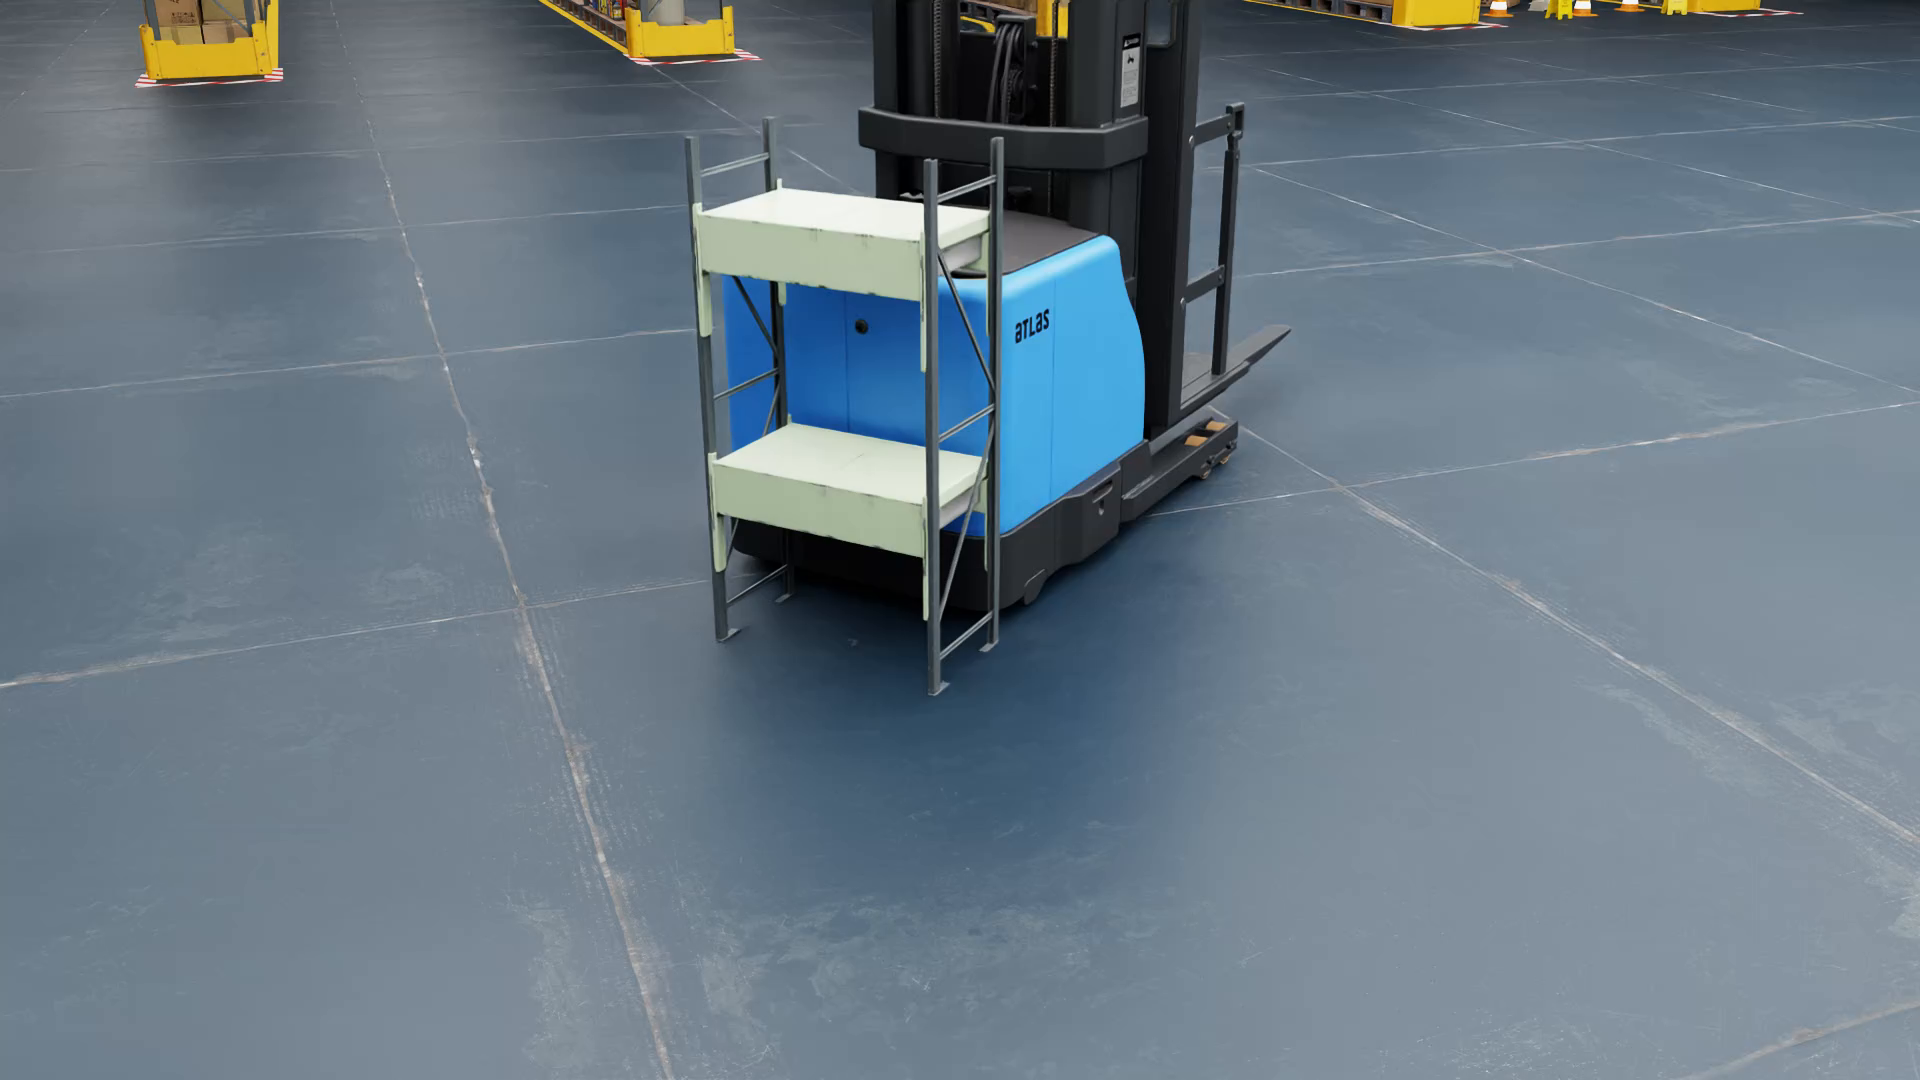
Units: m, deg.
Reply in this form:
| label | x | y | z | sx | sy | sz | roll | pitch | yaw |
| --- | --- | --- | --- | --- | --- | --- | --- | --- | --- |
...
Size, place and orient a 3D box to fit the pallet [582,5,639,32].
| label | x | y | z | sx | sy | sz | roll | pitch | yaw |
| --- | --- | --- | --- | --- | --- | --- | --- | --- | --- |
| pallet | -4.290 | -6.775 | 21.551 | 1.003 | 0.211 | 1.213 | -8 | 24 | -19 |

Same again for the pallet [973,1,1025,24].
| label | x | y | z | sx | sy | sz | roll | pitch | yaw |
| --- | --- | --- | --- | --- | --- | --- | --- | --- | --- |
| pallet | 0.851 | -7.021 | 22.135 | 1.003 | 0.211 | 1.213 | -8 | 24 | -19 |

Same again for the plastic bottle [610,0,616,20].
| label | x | y | z | sx | sy | sz | roll | pitch | yaw |
| --- | --- | --- | --- | --- | --- | --- | --- | --- | --- |
| plastic bottle | -4.192 | -6.454 | 20.132 | 0.061 | 0.283 | 0.133 | -8 | 24 | -18 |

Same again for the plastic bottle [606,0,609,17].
| label | x | y | z | sx | sy | sz | roll | pitch | yaw |
| --- | --- | --- | --- | --- | --- | --- | --- | --- | --- |
| plastic bottle | -4.246 | -6.556 | 20.384 | 0.152 | 0.276 | 0.135 | -9 | 24 | -20 |

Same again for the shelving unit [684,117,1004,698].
| label | x | y | z | sx | sy | sz | roll | pitch | yaw |
| --- | --- | --- | --- | --- | --- | --- | --- | --- | --- |
| shelving unit | -0.310 | -0.382 | 4.726 | 0.755 | 1.500 | 0.431 | 12 | 26 | 26 |

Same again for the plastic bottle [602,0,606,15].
| label | x | y | z | sx | sy | sz | roll | pitch | yaw |
| --- | --- | --- | --- | --- | --- | --- | --- | --- | --- |
| plastic bottle | -4.374 | -6.718 | 20.671 | 0.144 | 0.351 | 0.185 | -9 | 24 | -19 |

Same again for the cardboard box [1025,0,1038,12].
| label | x | y | z | sx | sy | sz | roll | pitch | yaw |
| --- | --- | --- | --- | --- | --- | --- | --- | --- | --- |
| cardboard box | 1.111 | -7.019 | 21.218 | 0.500 | 0.500 | 0.500 | -2 | 23 | -5 |

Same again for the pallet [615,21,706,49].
| label | x | y | z | sx | sy | sz | roll | pitch | yaw |
| --- | --- | --- | --- | --- | --- | --- | --- | --- | --- |
| pallet | -3.428 | -5.888 | 19.448 | 1.003 | 0.211 | 1.213 | -8 | 24 | -19 |

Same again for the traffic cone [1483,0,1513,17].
| label | x | y | z | sx | sy | sz | roll | pitch | yaw |
| --- | --- | --- | --- | --- | --- | --- | --- | --- | --- |
| traffic cone | 7.376 | -7.398 | 22.707 | 0.336 | 0.463 | 0.334 | -8 | 24 | -19 |

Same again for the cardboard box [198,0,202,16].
| label | x | y | z | sx | sy | sz | roll | pitch | yaw |
| --- | --- | --- | --- | --- | --- | --- | --- | --- | --- |
| cardboard box | -8.545 | -5.965 | 18.074 | 0.500 | 0.500 | 0.500 | -8 | 24 | -19 |

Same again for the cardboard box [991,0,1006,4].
| label | x | y | z | sx | sy | sz | roll | pitch | yaw |
| --- | --- | --- | --- | --- | --- | --- | --- | --- | --- |
| cardboard box | 0.752 | -7.458 | 22.260 | 0.500 | 0.500 | 0.500 | -11 | 25 | -24 |

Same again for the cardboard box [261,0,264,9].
| label | x | y | z | sx | sy | sz | roll | pitch | yaw |
| --- | --- | --- | --- | --- | --- | --- | --- | --- | --- |
| cardboard box | -9.213 | -6.924 | 21.315 | 0.500 | 0.250 | 0.500 | -8 | 24 | -18 |

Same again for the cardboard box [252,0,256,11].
| label | x | y | z | sx | sy | sz | roll | pitch | yaw |
| --- | --- | --- | --- | --- | --- | --- | --- | --- | --- |
| cardboard box | -8.219 | -6.220 | 18.680 | 0.500 | 0.500 | 0.500 | -8 | 24 | -19 |

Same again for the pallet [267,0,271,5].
| label | x | y | z | sx | sy | sz | roll | pitch | yaw |
| --- | --- | --- | --- | --- | --- | --- | --- | --- | --- |
| pallet | -10.765 | -8.076 | 24.639 | 1.003 | 0.211 | 1.213 | -8 | 24 | -19 |

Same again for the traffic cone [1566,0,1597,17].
| label | x | y | z | sx | sy | sz | roll | pitch | yaw |
| --- | --- | --- | --- | --- | --- | --- | --- | --- | --- |
| traffic cone | 8.553 | -7.430 | 22.781 | 0.336 | 0.463 | 0.334 | -8 | 24 | -19 |

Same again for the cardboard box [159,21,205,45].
| label | x | y | z | sx | sy | sz | roll | pitch | yaw |
| --- | --- | --- | --- | --- | --- | --- | --- | --- | --- |
| cardboard box | -8.176 | -5.258 | 17.363 | 0.500 | 0.250 | 0.500 | -8 | 24 | -19 |

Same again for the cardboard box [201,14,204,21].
| label | x | y | z | sx | sy | sz | roll | pitch | yaw |
| --- | --- | --- | --- | --- | --- | --- | --- | --- | --- |
| cardboard box | -8.542 | -5.620 | 18.221 | 0.500 | 0.250 | 0.500 | -8 | 24 | -19 |

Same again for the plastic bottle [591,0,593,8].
| label | x | y | z | sx | sy | sz | roll | pitch | yaw |
| --- | --- | --- | --- | --- | --- | --- | --- | --- | --- |
| plastic bottle | -4.714 | -6.973 | 21.468 | 0.097 | 0.201 | 0.097 | 0 | 23 | 0 |

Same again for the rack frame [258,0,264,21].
| label | x | y | z | sx | sy | sz | roll | pitch | yaw |
| --- | --- | --- | --- | --- | --- | --- | --- | --- | --- |
| rack frame | -9.123 | -7.631 | 19.993 | 1.000 | 3.000 | 0.127 | -8 | 24 | -19 |

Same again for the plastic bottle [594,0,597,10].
| label | x | y | z | sx | sy | sz | roll | pitch | yaw |
| --- | --- | --- | --- | --- | --- | --- | --- | --- | --- |
| plastic bottle | -4.591 | -6.941 | 21.200 | 0.144 | 0.351 | 0.185 | -8 | 24 | -18 |

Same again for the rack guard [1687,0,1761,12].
| label | x | y | z | sx | sy | sz | roll | pitch | yaw |
| --- | --- | --- | --- | --- | --- | --- | --- | --- | --- |
| rack guard | 10.803 | -7.771 | 23.543 | 1.175 | 0.500 | 0.348 | -8 | 24 | -19 |

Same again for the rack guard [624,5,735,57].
| label | x | y | z | sx | sy | sz | roll | pitch | yaw |
| --- | --- | --- | --- | --- | --- | --- | --- | --- | --- |
| rack guard | -3.146 | -5.725 | 18.690 | 1.175 | 0.500 | 0.348 | -8 | 24 | -19 |

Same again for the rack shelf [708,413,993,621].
| label | x | y | z | sx | sy | sz | roll | pitch | yaw |
| --- | --- | --- | --- | --- | --- | --- | --- | --- | --- |
| rack shelf | -0.310 | -0.082 | 4.853 | 0.720 | 0.370 | 0.431 | 12 | 26 | 26 |

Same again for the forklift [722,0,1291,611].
| label | x | y | z | sx | sy | sz | roll | pitch | yaw |
| --- | --- | --- | --- | --- | --- | --- | --- | --- | --- |
| forklift | 0.425 | -1.662 | 5.918 | 1.130 | 2.935 | 3.031 | 13 | 26 | 28 |

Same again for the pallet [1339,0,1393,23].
| label | x | y | z | sx | sy | sz | roll | pitch | yaw |
| --- | --- | --- | --- | --- | --- | --- | --- | --- | --- |
| pallet | 5.879 | -7.174 | 22.499 | 1.003 | 0.211 | 1.213 | -8 | 24 | -19 |

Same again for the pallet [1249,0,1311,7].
| label | x | y | z | sx | sy | sz | roll | pitch | yaw |
| --- | --- | --- | --- | --- | --- | --- | --- | --- | --- |
| pallet | 5.017 | -8.061 | 24.603 | 1.003 | 0.211 | 1.213 | -8 | 24 | -19 |

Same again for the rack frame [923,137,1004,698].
| label | x | y | z | sx | sy | sz | roll | pitch | yaw |
| --- | --- | --- | --- | --- | --- | --- | --- | --- | --- |
| rack frame | 0.013 | -0.315 | 4.567 | 0.023 | 1.500 | 0.400 | 12 | 26 | 26 |

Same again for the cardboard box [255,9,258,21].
| label | x | y | z | sx | sy | sz | roll | pitch | yaw |
| --- | --- | --- | --- | --- | --- | --- | --- | --- | --- |
| cardboard box | -8.220 | -5.875 | 18.826 | 0.500 | 0.250 | 0.500 | -8 | 24 | -19 |

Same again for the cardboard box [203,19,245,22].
| label | x | y | z | sx | sy | sz | roll | pitch | yaw |
| --- | --- | --- | --- | --- | --- | --- | --- | --- | --- |
| cardboard box | -7.872 | -5.511 | 17.962 | 0.500 | 0.250 | 0.500 | -8 | 24 | -19 |

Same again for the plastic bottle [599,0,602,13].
| label | x | y | z | sx | sy | sz | roll | pitch | yaw |
| --- | --- | --- | --- | --- | --- | --- | --- | --- | --- |
| plastic bottle | -4.505 | -6.776 | 20.895 | 0.061 | 0.283 | 0.133 | -7 | 24 | -17 |

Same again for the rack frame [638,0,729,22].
| label | x | y | z | sx | sy | sz | roll | pitch | yaw |
| --- | --- | --- | --- | --- | --- | --- | --- | --- | --- |
| rack frame | -3.075 | -6.856 | 18.154 | 1.000 | 3.000 | 0.127 | -8 | 24 | -19 |

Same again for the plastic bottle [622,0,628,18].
| label | x | y | z | sx | sy | sz | roll | pitch | yaw |
| --- | --- | --- | --- | --- | --- | --- | --- | --- | --- |
| plastic bottle | -4.098 | -6.524 | 20.298 | 0.061 | 0.283 | 0.133 | -8 | 24 | -19 |

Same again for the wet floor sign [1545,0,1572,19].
| label | x | y | z | sx | sy | sz | roll | pitch | yaw |
| --- | --- | --- | --- | --- | --- | --- | --- | --- | --- |
| wet floor sign | 8.097 | -7.356 | 22.371 | 0.267 | 0.644 | 0.232 | -13 | 26 | -28 |

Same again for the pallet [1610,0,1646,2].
| label | x | y | z | sx | sy | sz | roll | pitch | yaw |
| --- | --- | --- | --- | --- | --- | --- | --- | --- | --- |
| pallet | 10.122 | -8.380 | 25.361 | 1.003 | 0.211 | 1.213 | -8 | 24 | -19 |

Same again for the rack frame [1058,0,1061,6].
| label | x | y | z | sx | sy | sz | roll | pitch | yaw |
| --- | --- | --- | --- | --- | --- | --- | --- | --- | --- |
| rack frame | 1.559 | -7.535 | 19.766 | 1.000 | 3.000 | 0.127 | -8 | 24 | -19 |

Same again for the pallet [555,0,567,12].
| label | x | y | z | sx | sy | sz | roll | pitch | yaw |
| --- | --- | --- | --- | --- | --- | --- | --- | --- | --- |
| pallet | -5.236 | -7.748 | 23.862 | 1.003 | 0.211 | 1.213 | -8 | 24 | -19 |
